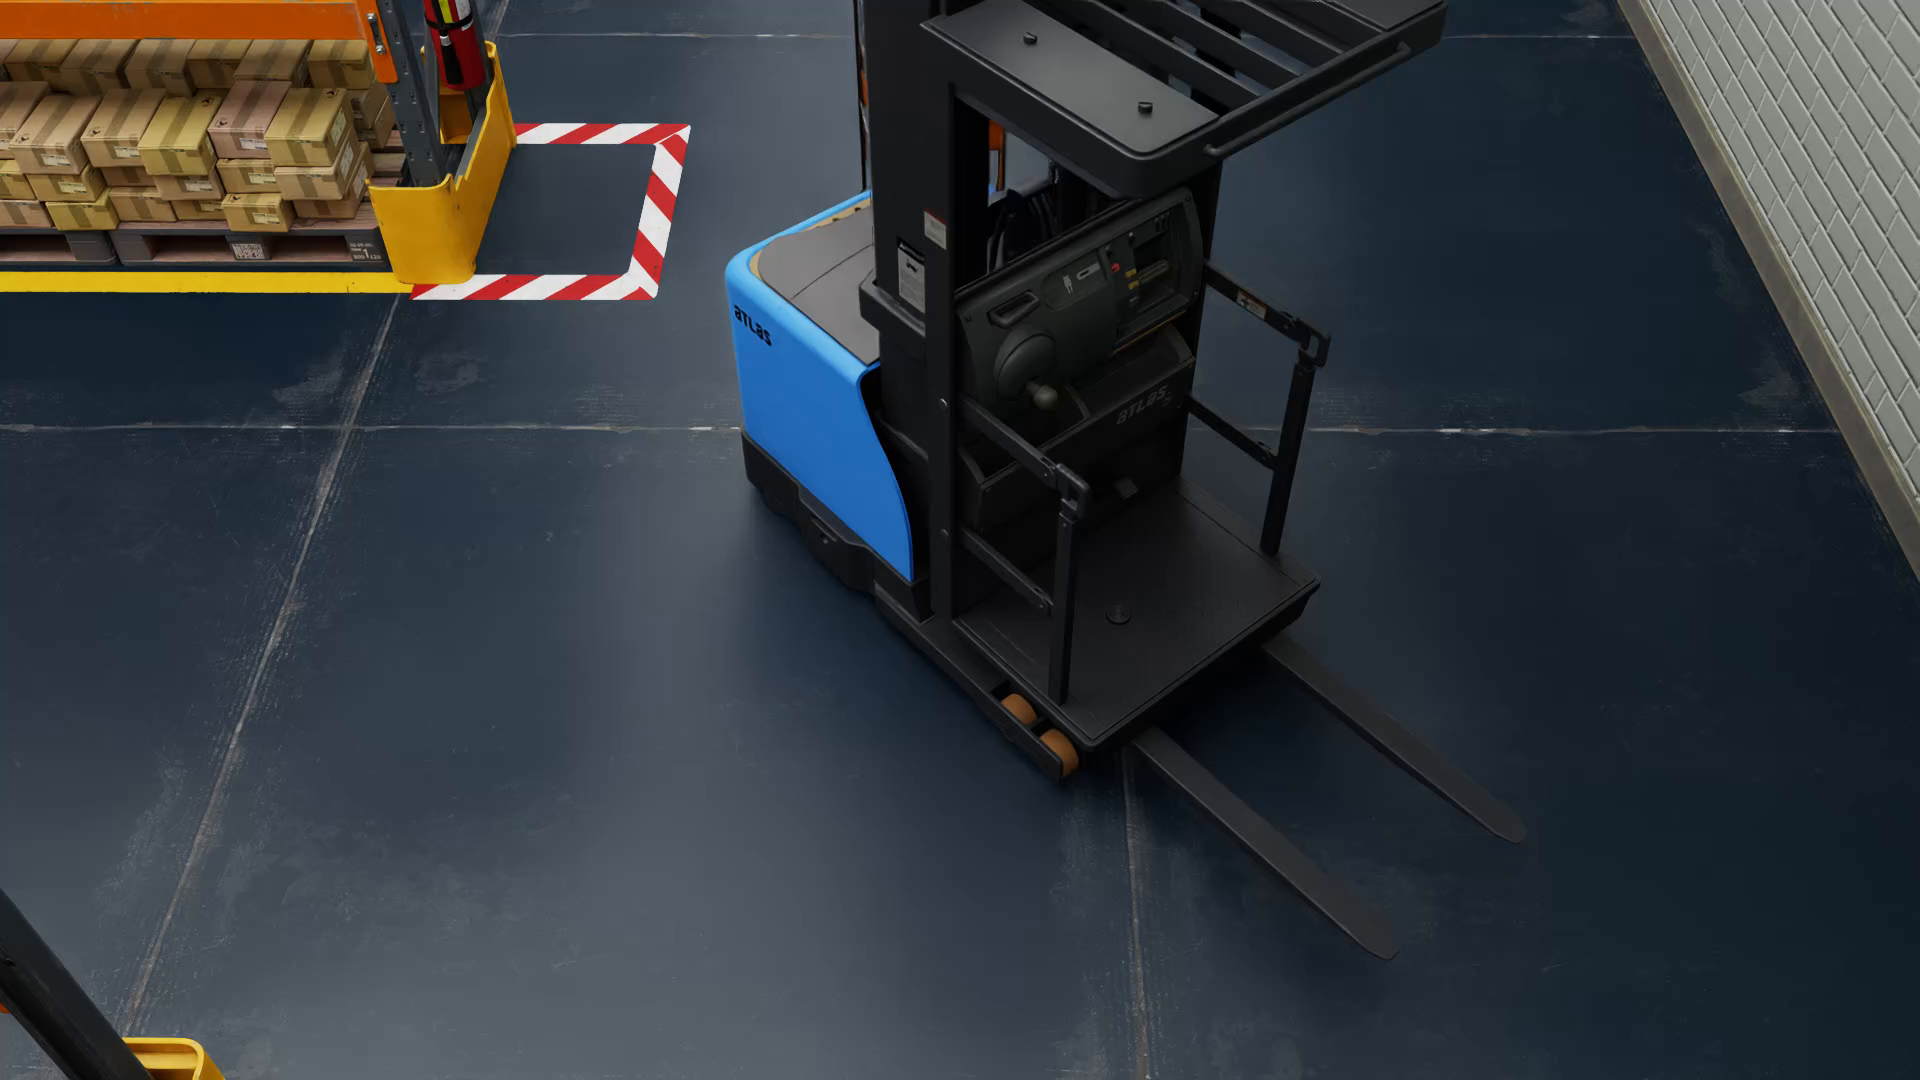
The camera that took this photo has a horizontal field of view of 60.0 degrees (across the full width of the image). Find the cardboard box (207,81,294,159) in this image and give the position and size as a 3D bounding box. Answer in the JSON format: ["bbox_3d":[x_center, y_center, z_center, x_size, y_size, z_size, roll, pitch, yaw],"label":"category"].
[{"bbox_3d":[-3.023,-1.805,7.135,0.250,0.149,0.380,1,47,1],"label":"cardboard box"}]

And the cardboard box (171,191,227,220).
[{"bbox_3d":[-3.290,-1.583,7.335,0.250,0.149,0.380,0,47,0],"label":"cardboard box"}]

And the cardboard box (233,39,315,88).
[{"bbox_3d":[-3.041,-2.109,7.418,0.250,0.149,0.380,1,47,1],"label":"cardboard box"}]

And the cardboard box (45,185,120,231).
[{"bbox_3d":[-3.793,-1.529,7.284,0.250,0.149,0.380,-2,47,-2],"label":"cardboard box"}]

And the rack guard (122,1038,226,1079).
[{"bbox_3d":[-2.135,1.903,4.137,0.348,0.500,1.175,0,47,0],"label":"rack guard"}]

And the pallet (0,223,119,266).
[{"bbox_3d":[-4.347,-1.656,7.647,1.213,0.211,1.003,0,47,0],"label":"pallet"}]

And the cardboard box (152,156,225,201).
[{"bbox_3d":[-3.290,-1.638,7.183,0.250,0.149,0.380,-2,47,-1],"label":"cardboard box"}]

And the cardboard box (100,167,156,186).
[{"bbox_3d":[-3.559,-1.714,7.253,0.250,0.149,0.380,0,47,0],"label":"cardboard box"}]

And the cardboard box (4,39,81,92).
[{"bbox_3d":[-4.081,-2.186,7.489,0.250,0.149,0.380,1,47,1],"label":"cardboard box"}]

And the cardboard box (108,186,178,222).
[{"bbox_3d":[-3.537,-1.574,7.326,0.250,0.149,0.380,1,47,1],"label":"cardboard box"}]

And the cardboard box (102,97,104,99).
[{"bbox_3d":[-3.805,-2.024,7.542,0.250,0.149,0.380,-2,47,-2],"label":"cardboard box"}]

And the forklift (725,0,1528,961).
[{"bbox_3d":[0.513,-0.631,4.835,1.130,2.935,3.031,-32,55,-26],"label":"forklift"}]

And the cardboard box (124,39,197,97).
[{"bbox_3d":[-3.540,-2.144,7.450,0.250,0.149,0.380,-2,47,-2],"label":"cardboard box"}]

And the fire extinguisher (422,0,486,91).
[{"bbox_3d":[-1.992,-2.080,6.444,0.183,0.674,0.296,0,47,0],"label":"fire extinguisher"}]

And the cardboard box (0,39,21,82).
[{"bbox_3d":[-4.332,-2.116,7.425,0.250,0.149,0.380,0,47,0],"label":"cardboard box"}]

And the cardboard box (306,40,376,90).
[{"bbox_3d":[-2.765,-2.196,7.499,0.250,0.149,0.380,-2,47,-2],"label":"cardboard box"}]

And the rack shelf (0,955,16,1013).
[{"bbox_3d":[-4.159,1.291,3.490,4.000,0.370,1.077,0,47,0],"label":"rack shelf"}]

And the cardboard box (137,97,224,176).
[{"bbox_3d":[-3.283,-1.713,7.049,0.250,0.149,0.380,-1,47,-1],"label":"cardboard box"}]

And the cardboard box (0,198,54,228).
[{"bbox_3d":[-4.066,-1.544,7.299,0.250,0.149,0.380,1,47,1],"label":"cardboard box"}]

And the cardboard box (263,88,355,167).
[{"bbox_3d":[-2.772,-1.762,7.095,0.250,0.149,0.380,1,47,1],"label":"cardboard box"}]

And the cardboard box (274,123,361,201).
[{"bbox_3d":[-2.771,-1.637,7.182,0.250,0.149,0.380,-1,47,-1],"label":"cardboard box"}]

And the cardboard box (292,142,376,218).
[{"bbox_3d":[-2.769,-1.592,7.344,0.250,0.149,0.380,1,47,1],"label":"cardboard box"}]

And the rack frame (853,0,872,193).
[{"bbox_3d":[-0.355,-1.554,6.262,0.015,2.100,0.400,-7,47,-6],"label":"rack frame"}]

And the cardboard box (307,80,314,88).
[{"bbox_3d":[-3.038,-2.076,7.591,0.250,0.149,0.380,0,47,0],"label":"cardboard box"}]

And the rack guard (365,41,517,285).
[{"bbox_3d":[-2.318,-1.720,7.510,0.348,0.500,1.175,0,47,0],"label":"rack guard"}]

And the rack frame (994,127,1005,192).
[{"bbox_3d":[0.127,-1.612,6.316,0.015,2.100,0.400,-7,47,-6],"label":"rack frame"}]

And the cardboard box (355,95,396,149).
[{"bbox_3d":[-2.765,-1.979,7.704,0.250,0.149,0.380,1,47,1],"label":"cardboard box"}]

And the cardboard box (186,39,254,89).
[{"bbox_3d":[-3.292,-2.204,7.506,0.250,0.149,0.380,0,47,0],"label":"cardboard box"}]

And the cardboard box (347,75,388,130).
[{"bbox_3d":[-2.765,-2.034,7.552,0.250,0.149,0.380,2,47,2],"label":"cardboard box"}]

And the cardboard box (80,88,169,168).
[{"bbox_3d":[-3.541,-1.760,7.093,0.250,0.149,0.380,-2,47,-1],"label":"cardboard box"}]

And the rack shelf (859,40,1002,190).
[{"bbox_3d":[-0.114,-1.573,6.299,0.480,0.518,0.431,-7,47,-6],"label":"rack shelf"}]

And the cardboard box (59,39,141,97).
[{"bbox_3d":[-3.818,-2.151,7.458,0.250,0.149,0.380,2,47,2],"label":"cardboard box"}]

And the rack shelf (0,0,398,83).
[{"bbox_3d":[-4.242,-2.332,6.863,4.000,0.370,1.077,0,47,0],"label":"rack shelf"}]

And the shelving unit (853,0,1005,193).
[{"bbox_3d":[-0.114,-1.583,6.289,0.503,2.100,0.431,-7,47,-6],"label":"shelving unit"}]

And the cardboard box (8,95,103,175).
[{"bbox_3d":[-3.810,-1.720,7.056,0.250,0.149,0.380,2,47,2],"label":"cardboard box"}]

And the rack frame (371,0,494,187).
[{"bbox_3d":[-2.242,-2.572,6.595,0.127,3.000,1.000,0,47,0],"label":"rack frame"}]

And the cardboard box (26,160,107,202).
[{"bbox_3d":[-3.808,-1.630,7.175,0.250,0.149,0.380,1,47,1],"label":"cardboard box"}]

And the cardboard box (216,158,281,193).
[{"bbox_3d":[-3.032,-1.678,7.220,0.250,0.149,0.380,-1,47,-1],"label":"cardboard box"}]

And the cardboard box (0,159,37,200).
[{"bbox_3d":[-4.065,-1.644,7.188,0.250,0.149,0.380,2,47,2],"label":"cardboard box"}]

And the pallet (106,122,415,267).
[{"bbox_3d":[-3.130,-1.650,7.642,1.213,0.211,1.003,0,47,0],"label":"pallet"}]

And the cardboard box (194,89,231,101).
[{"bbox_3d":[-3.284,-2.012,7.531,0.250,0.149,0.380,1,47,1],"label":"cardboard box"}]

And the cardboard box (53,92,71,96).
[{"bbox_3d":[-4.077,-1.994,7.514,0.250,0.149,0.380,2,47,2],"label":"cardboard box"}]

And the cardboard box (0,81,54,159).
[{"bbox_3d":[-4.073,-1.802,7.132,0.250,0.149,0.380,-1,47,-1],"label":"cardboard box"}]

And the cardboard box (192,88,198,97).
[{"bbox_3d":[-3.540,-2.092,7.606,0.250,0.149,0.380,1,47,1],"label":"cardboard box"}]

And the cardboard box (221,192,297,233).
[{"bbox_3d":[-3.027,-1.519,7.275,0.250,0.149,0.380,1,47,1],"label":"cardboard box"}]
